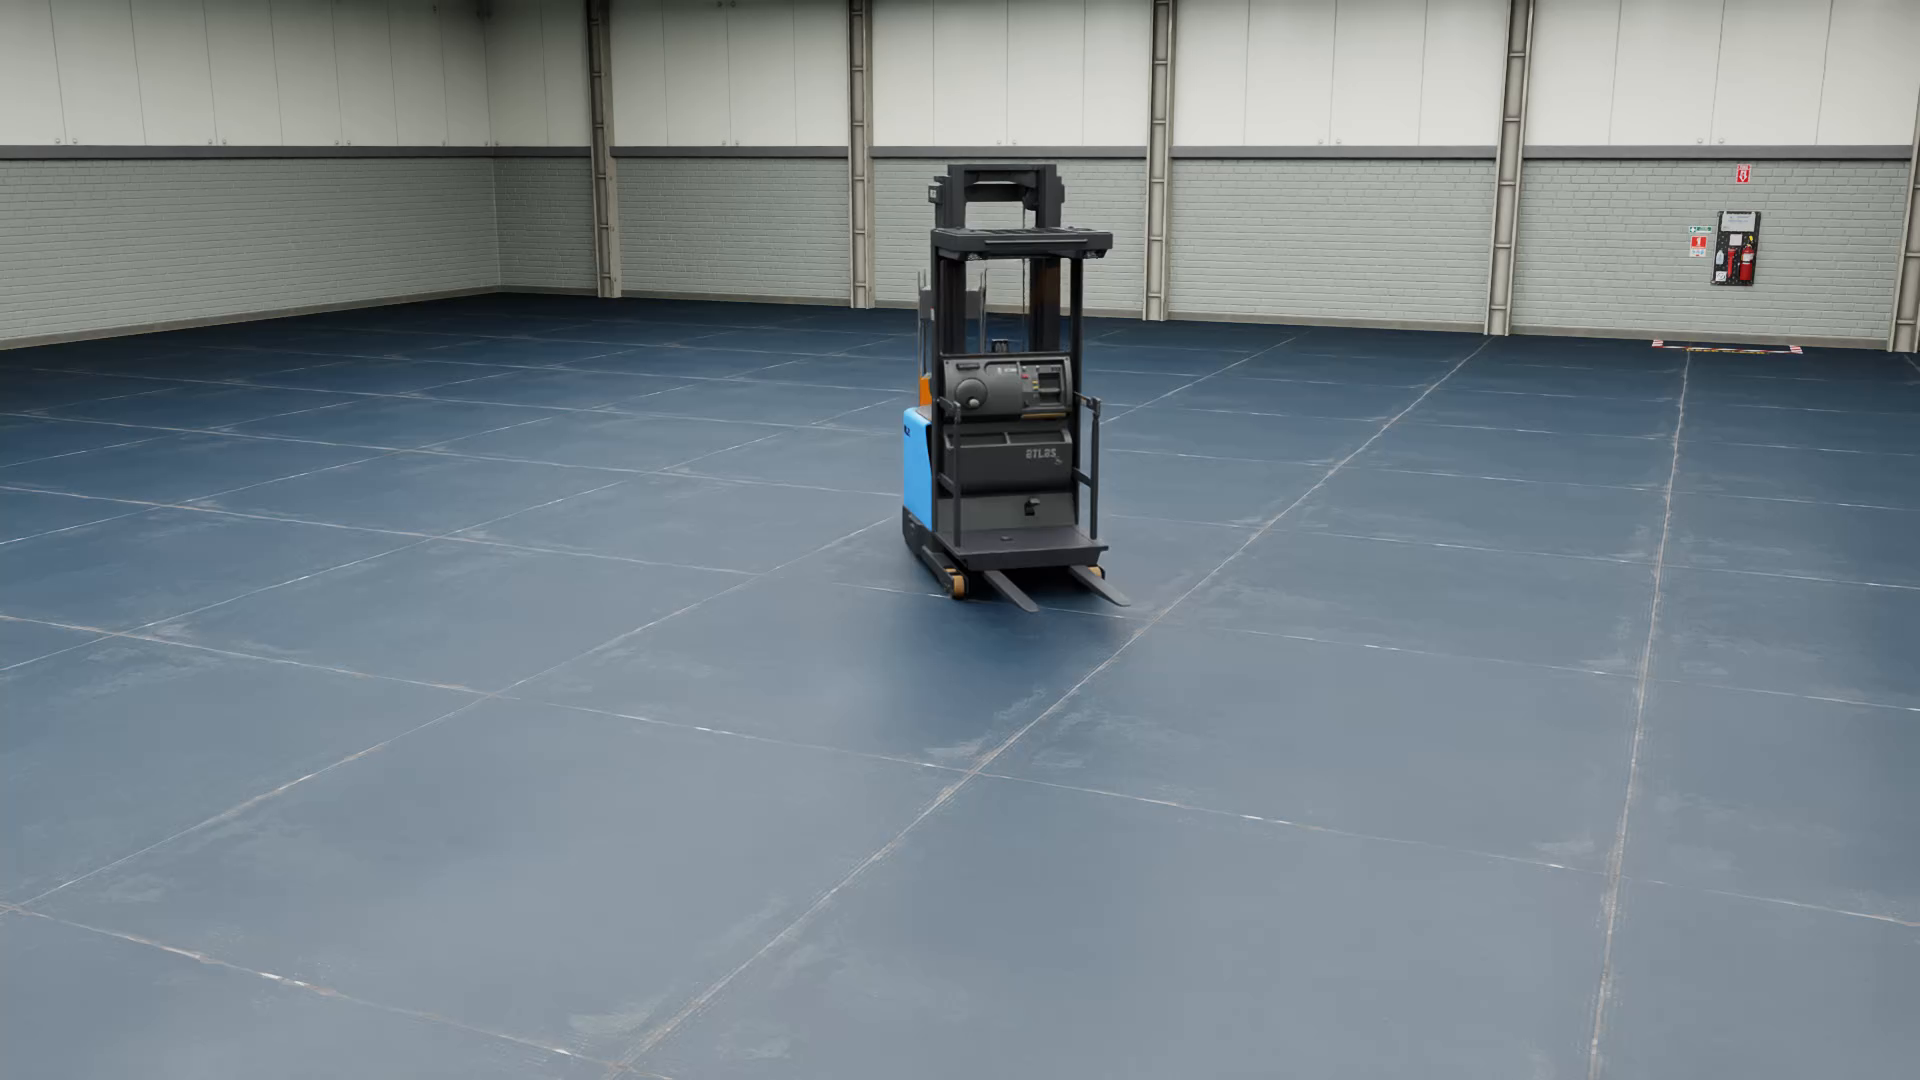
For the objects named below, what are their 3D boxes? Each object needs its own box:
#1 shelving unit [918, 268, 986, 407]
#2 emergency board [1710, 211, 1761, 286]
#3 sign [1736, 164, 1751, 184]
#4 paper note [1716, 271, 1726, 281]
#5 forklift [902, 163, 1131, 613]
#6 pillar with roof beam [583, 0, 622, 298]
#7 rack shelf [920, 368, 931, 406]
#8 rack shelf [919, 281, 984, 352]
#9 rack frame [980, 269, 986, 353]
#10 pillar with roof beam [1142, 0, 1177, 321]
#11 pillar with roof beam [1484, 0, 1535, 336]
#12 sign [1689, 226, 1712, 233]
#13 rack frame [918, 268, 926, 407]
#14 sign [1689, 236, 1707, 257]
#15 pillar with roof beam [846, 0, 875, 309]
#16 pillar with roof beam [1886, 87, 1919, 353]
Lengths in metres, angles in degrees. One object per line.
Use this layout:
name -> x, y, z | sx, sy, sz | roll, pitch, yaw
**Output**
shelving unit -> -0.061, -1.117, 13.419 | 0.503, 2.100, 0.431 | 1, 13, 6
emergency board -> 12.302, -4.614, 26.353 | 0.643, 1.169, 0.194 | 6, 14, 23
sign -> 12.335, -5.764, 26.180 | 0.199, 0.298, 0.001 | 6, 14, 23
paper note -> 12.168, -4.216, 26.585 | 0.142, 0.148, 0.016 | 6, 14, 23
forklift -> 0.395, -1.117, 11.598 | 1.130, 2.935, 3.031 | -3, 14, -13
pillar with roof beam -> -9.141, -8.620, 30.292 | 0.400, 9.000, 9.100 | 6, 14, 23
rack shelf -> -0.061, -1.104, 13.422 | 0.480, 0.518, 0.431 | 1, 13, 6
rack shelf -> -0.061, -1.785, 13.262 | 0.480, 0.518, 0.431 | 1, 13, 6
rack frame -> 0.182, -1.111, 13.395 | 0.015, 2.100, 0.400 | 1, 13, 6
pillar with roof beam -> 1.831, -7.510, 25.560 | 0.400, 9.000, 9.100 | 6, 14, 23
pillar with roof beam -> 7.316, -6.954, 23.194 | 0.400, 9.000, 9.100 | 6, 14, 23
sign -> 11.839, -4.960, 26.589 | 0.331, 0.109, 0.001 | 6, 14, 23
rack frame -> -0.304, -1.123, 13.443 | 0.015, 2.100, 0.400 | 1, 13, 6
sign -> 11.838, -4.704, 26.659 | 0.234, 0.329, 0.001 | 6, 14, 23
pillar with roof beam -> -3.655, -8.065, 27.926 | 0.400, 9.000, 9.100 | 6, 14, 23
pillar with roof beam -> 12.802, -6.399, 20.828 | 0.400, 9.000, 9.100 | 6, 14, 23
